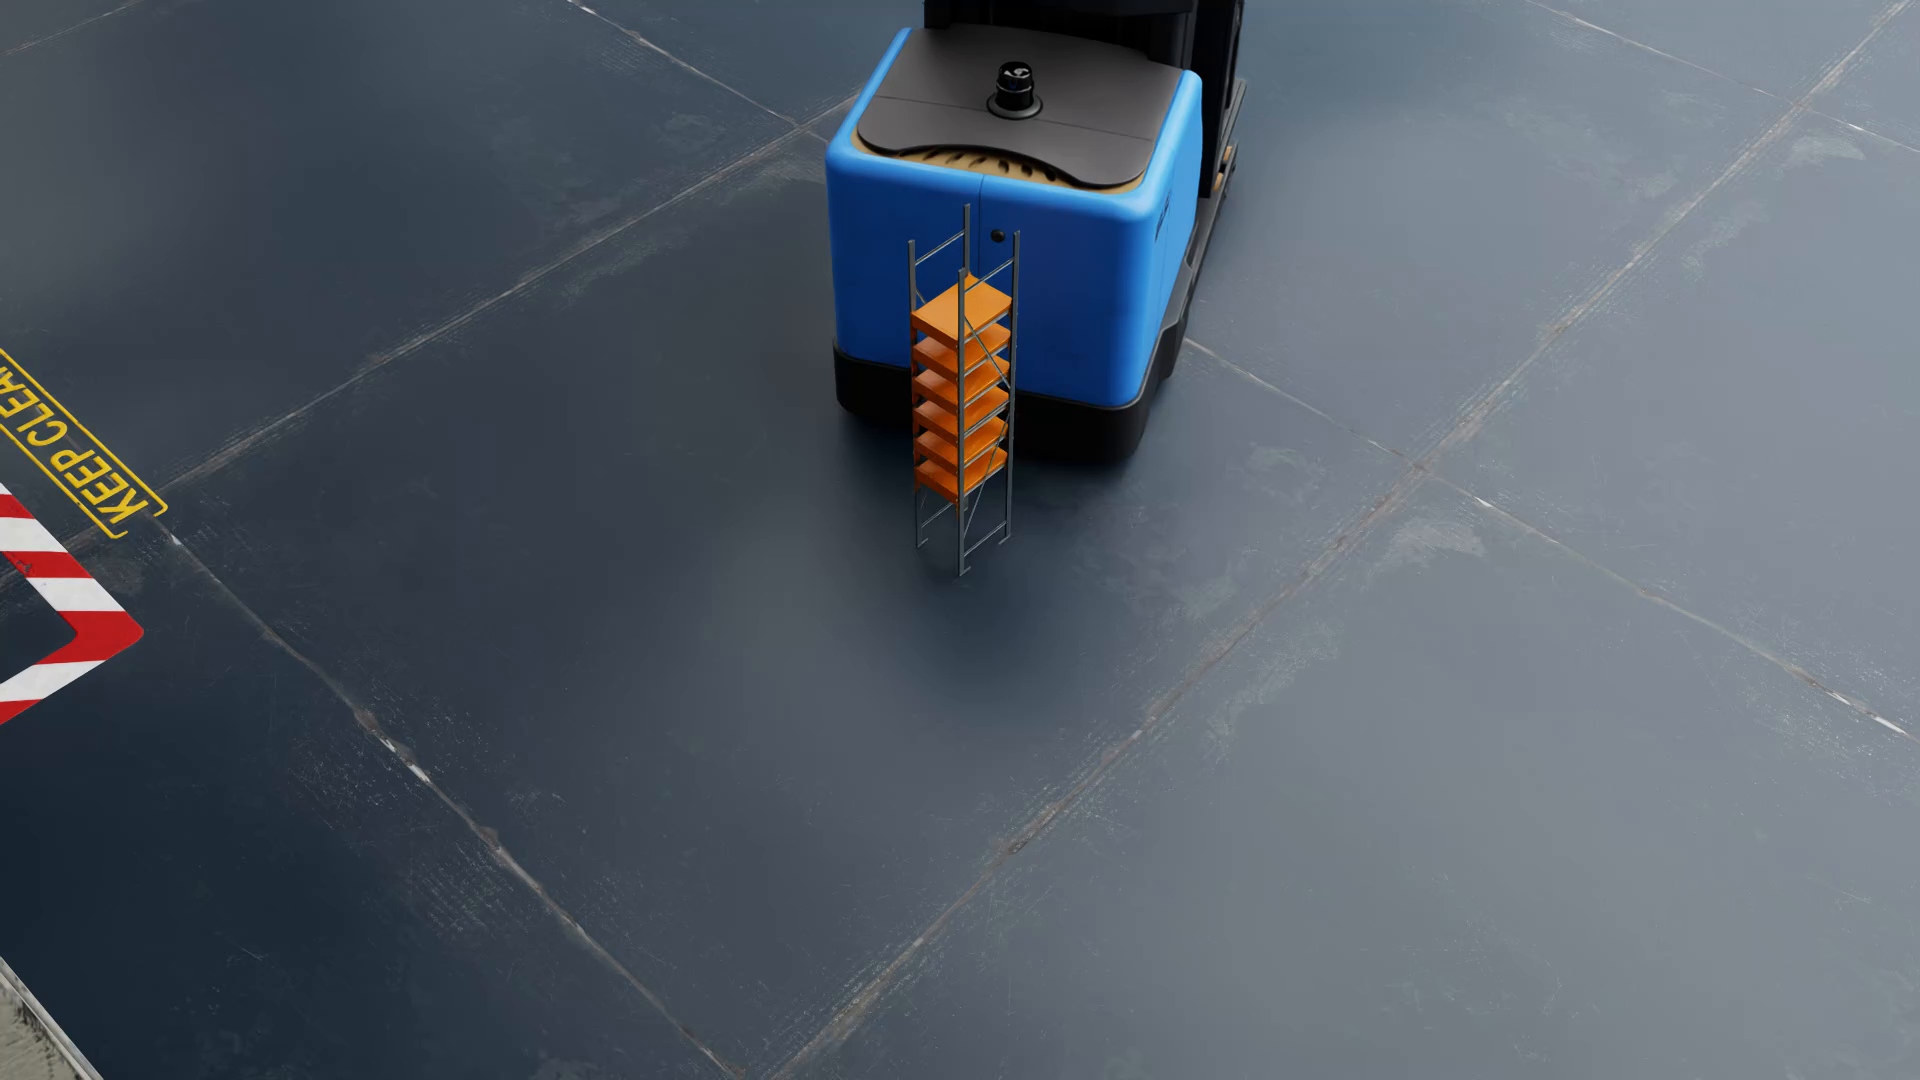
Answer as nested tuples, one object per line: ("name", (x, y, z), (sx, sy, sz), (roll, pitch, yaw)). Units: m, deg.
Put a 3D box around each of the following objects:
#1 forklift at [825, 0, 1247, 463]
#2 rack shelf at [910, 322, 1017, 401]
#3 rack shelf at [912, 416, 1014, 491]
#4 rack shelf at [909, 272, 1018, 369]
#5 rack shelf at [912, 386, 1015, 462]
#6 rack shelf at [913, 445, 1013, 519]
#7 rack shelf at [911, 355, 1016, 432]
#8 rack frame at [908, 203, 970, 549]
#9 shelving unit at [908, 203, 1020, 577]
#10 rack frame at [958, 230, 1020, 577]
("forklift", (0.480, -2.354, 5.543), (1.130, 2.935, 3.031), (12, 48, 11))
("rack shelf", (0.011, -0.537, 4.757), (0.180, 0.103, 0.258), (34, 55, 28))
("rack shelf", (0.011, -0.291, 5.019), (0.180, 0.103, 0.258), (34, 55, 28))
("rack shelf", (0.011, -0.620, 4.669), (0.180, 0.103, 0.258), (34, 55, 28))
("rack shelf", (0.011, -0.373, 4.932), (0.180, 0.103, 0.258), (34, 55, 28))
("rack shelf", (0.011, -0.209, 5.107), (0.180, 0.103, 0.258), (34, 55, 28))
("rack shelf", (0.011, -0.455, 4.844), (0.180, 0.103, 0.258), (34, 55, 28))
("rack frame", (-0.057, -0.449, 4.942), (0.006, 1.200, 0.240), (34, 55, 28))
("shelving unit", (0.011, -0.404, 4.899), (0.189, 1.200, 0.258), (34, 55, 28))
("rack frame", (0.078, -0.358, 4.857), (0.006, 1.200, 0.240), (34, 55, 28))
